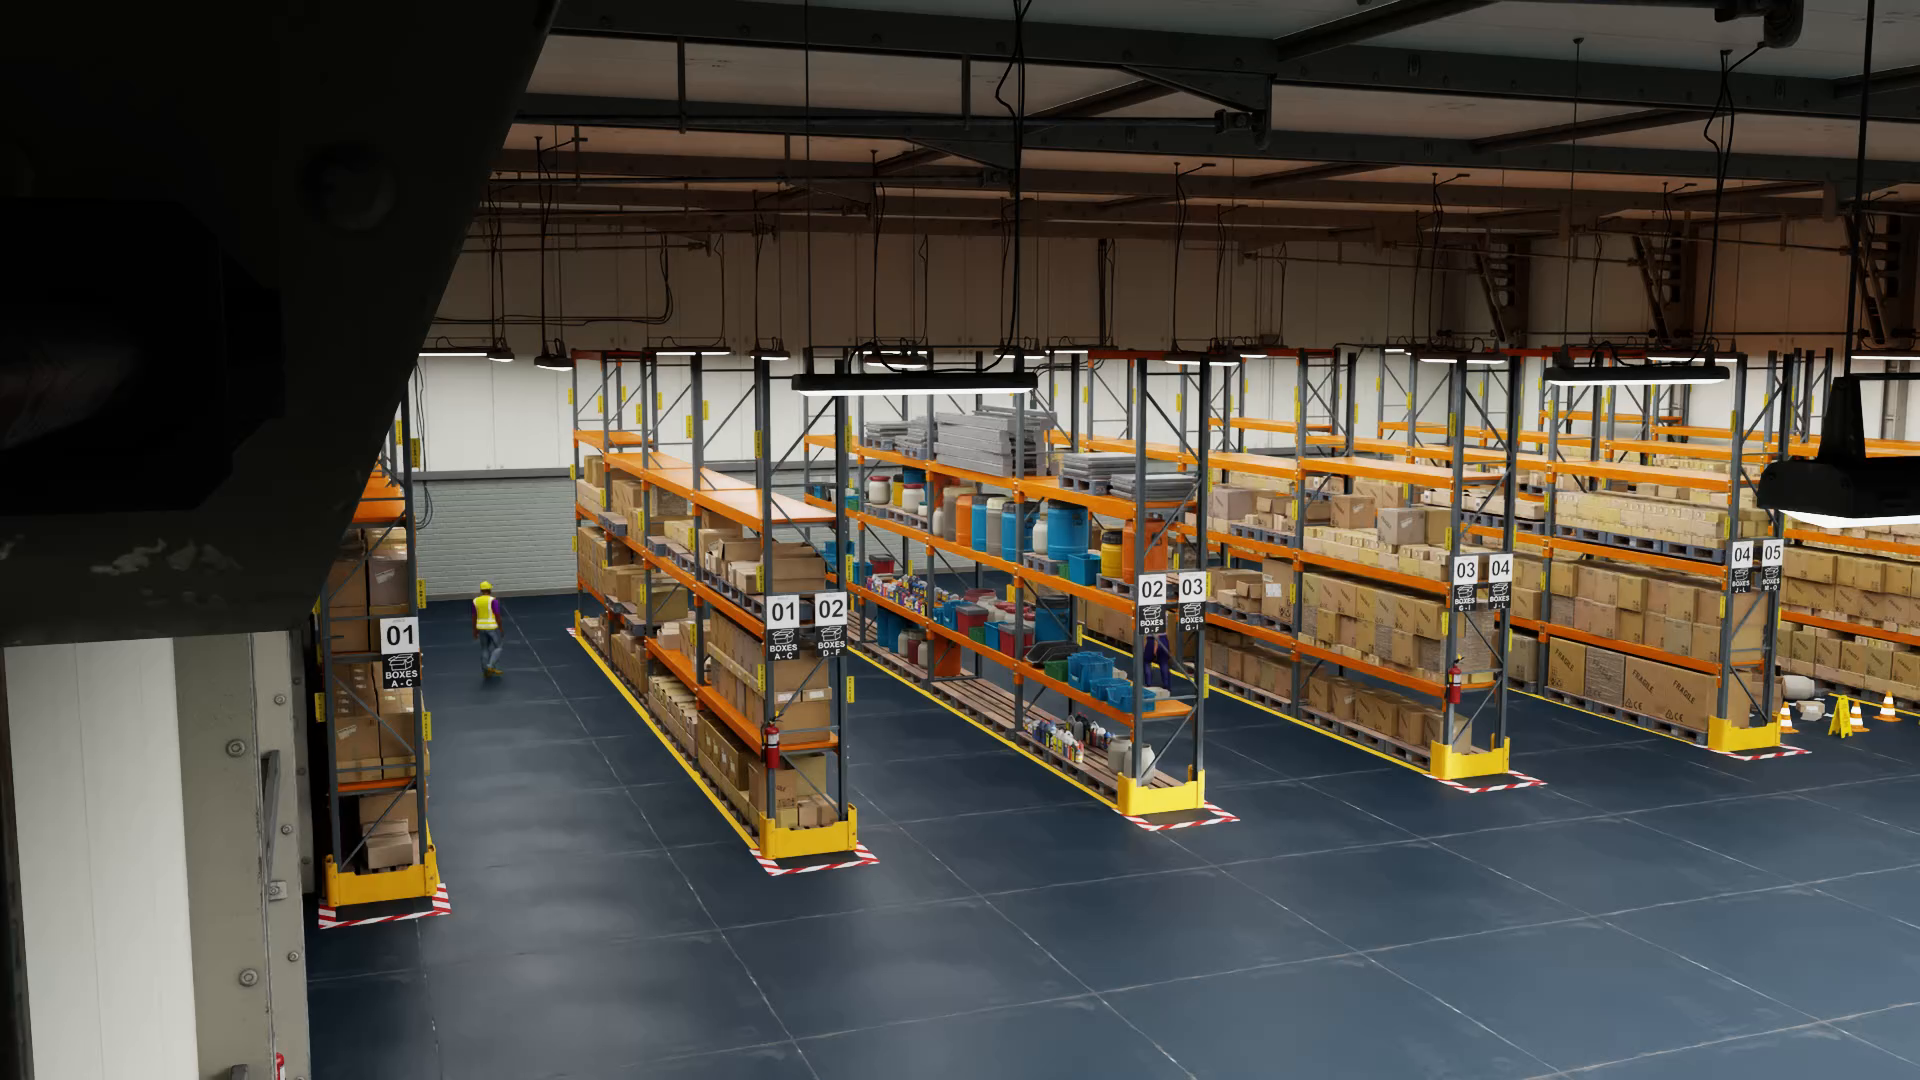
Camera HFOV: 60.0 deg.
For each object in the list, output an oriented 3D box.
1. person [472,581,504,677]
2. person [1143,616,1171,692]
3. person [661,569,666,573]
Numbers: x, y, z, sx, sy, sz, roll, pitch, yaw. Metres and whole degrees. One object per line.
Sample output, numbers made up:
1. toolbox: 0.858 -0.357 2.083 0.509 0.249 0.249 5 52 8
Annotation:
1. person: -8.729 1.651 30.694 0.607 1.766 0.497 2 7 16
2. person: 3.508 1.899 29.366 0.505 1.689 0.569 -5 9 -37
3. person: -6.916 0.783 37.693 0.599 1.714 1.074 -3 8 -20
